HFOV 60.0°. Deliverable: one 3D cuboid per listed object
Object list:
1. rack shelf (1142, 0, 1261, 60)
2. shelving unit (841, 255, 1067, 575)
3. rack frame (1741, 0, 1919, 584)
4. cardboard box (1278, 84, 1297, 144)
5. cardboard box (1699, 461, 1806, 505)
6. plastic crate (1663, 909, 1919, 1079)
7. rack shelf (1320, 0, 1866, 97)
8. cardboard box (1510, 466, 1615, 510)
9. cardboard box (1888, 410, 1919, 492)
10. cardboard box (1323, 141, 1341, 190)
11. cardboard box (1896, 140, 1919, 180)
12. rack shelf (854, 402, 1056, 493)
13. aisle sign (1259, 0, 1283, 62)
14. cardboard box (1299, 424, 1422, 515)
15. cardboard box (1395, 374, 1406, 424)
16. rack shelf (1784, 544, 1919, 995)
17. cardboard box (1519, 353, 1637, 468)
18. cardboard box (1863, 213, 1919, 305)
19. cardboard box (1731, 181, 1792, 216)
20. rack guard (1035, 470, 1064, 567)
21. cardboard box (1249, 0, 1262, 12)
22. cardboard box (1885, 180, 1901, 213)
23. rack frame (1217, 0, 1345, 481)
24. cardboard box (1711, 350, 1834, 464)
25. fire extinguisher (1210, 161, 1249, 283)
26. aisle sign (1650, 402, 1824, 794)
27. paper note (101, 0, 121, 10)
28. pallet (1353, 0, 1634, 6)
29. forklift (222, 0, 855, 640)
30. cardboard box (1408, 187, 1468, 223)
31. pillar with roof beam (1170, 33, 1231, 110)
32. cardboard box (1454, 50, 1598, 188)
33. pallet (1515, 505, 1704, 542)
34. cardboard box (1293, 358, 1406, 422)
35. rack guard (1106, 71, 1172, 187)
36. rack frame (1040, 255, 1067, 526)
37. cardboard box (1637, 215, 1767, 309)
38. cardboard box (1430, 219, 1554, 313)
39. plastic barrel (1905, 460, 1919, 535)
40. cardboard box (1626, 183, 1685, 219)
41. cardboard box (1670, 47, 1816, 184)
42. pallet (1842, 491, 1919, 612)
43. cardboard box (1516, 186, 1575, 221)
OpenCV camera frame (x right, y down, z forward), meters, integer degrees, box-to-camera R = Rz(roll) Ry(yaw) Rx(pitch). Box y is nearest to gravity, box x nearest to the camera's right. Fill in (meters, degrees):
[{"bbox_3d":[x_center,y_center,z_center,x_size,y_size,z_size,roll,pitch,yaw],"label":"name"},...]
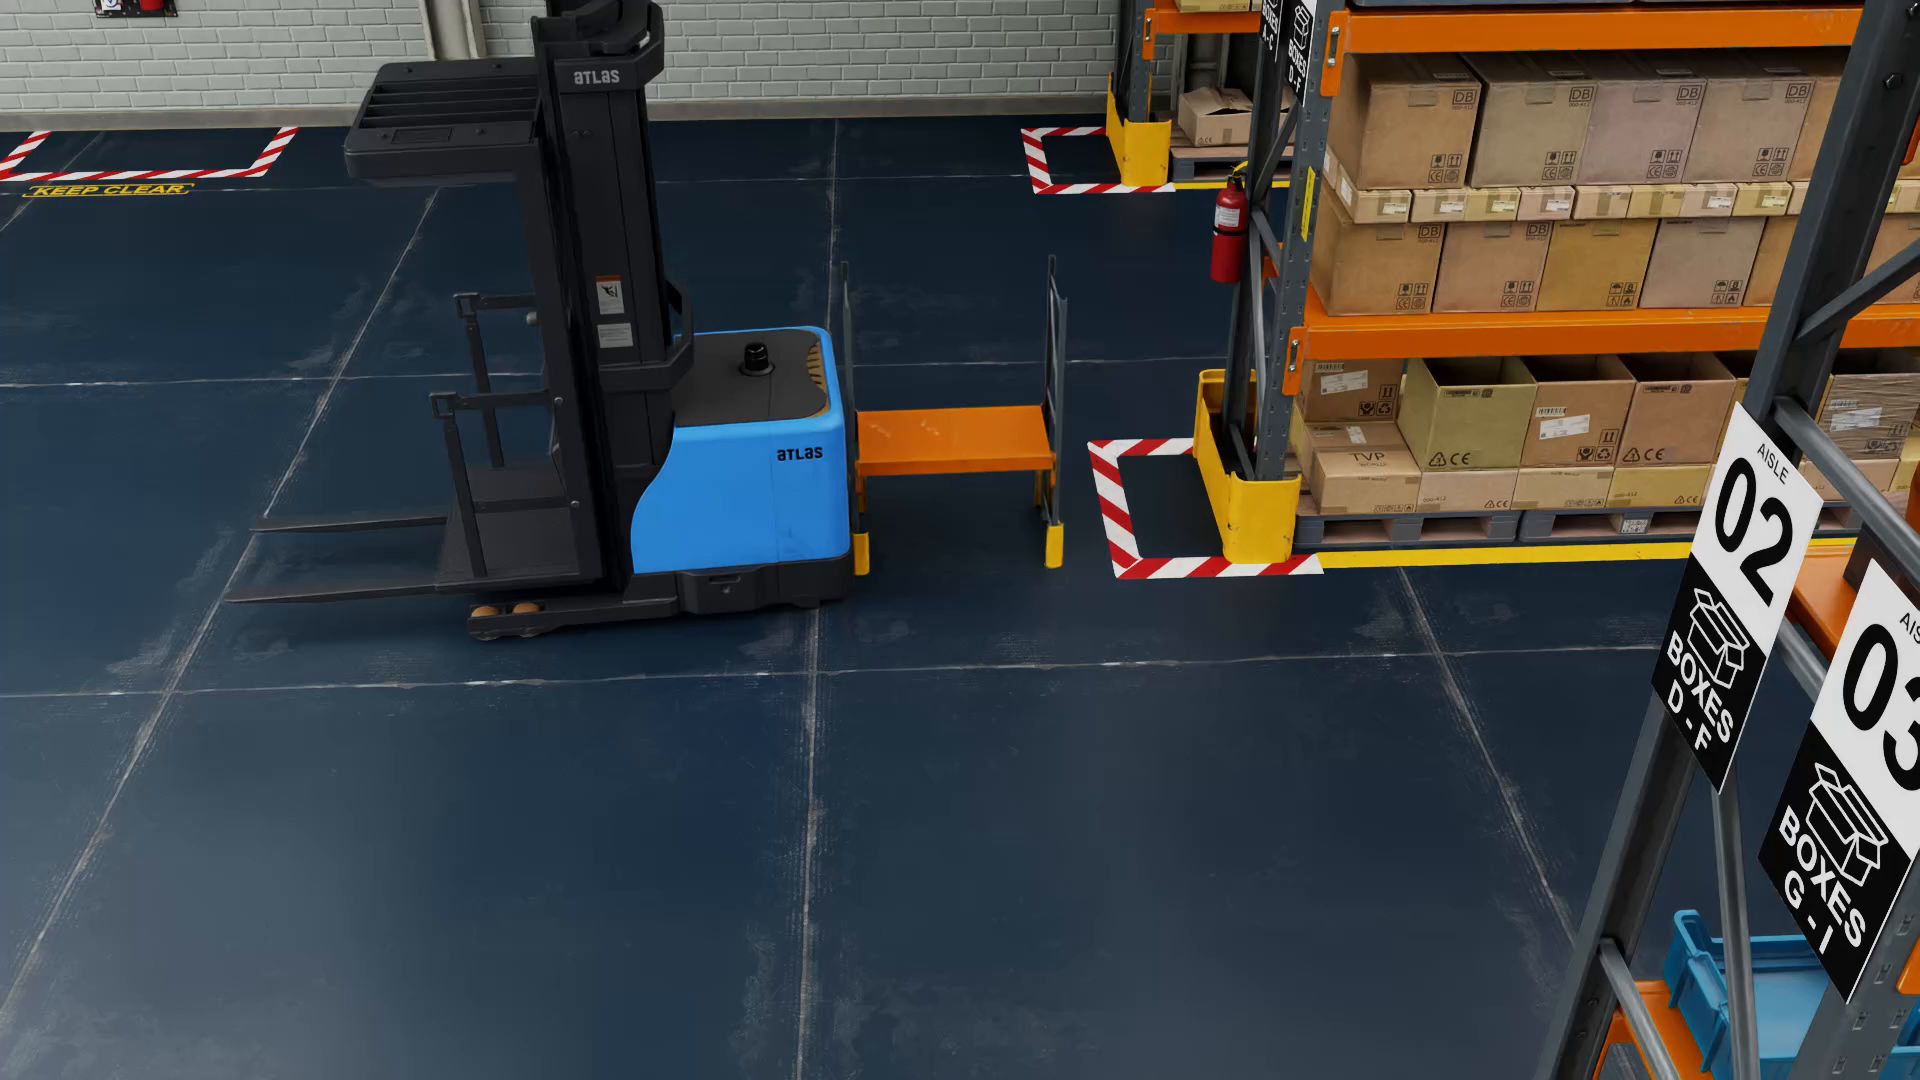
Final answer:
[{"bbox_3d":[3.310,-4.018,12.589,4.000,0.370,1.077,-2,35,-2],"label":"rack shelf"},{"bbox_3d":[-0.030,-0.624,8.369,1.083,1.500,0.587,-2,35,-3],"label":"shelving unit"},{"bbox_3d":[1.781,-1.096,2.462,0.127,3.000,1.000,-2,35,-2],"label":"rack frame"},{"bbox_3d":[2.577,-3.318,12.921,0.500,0.311,0.500,1,35,2],"label":"cardboard box"},{"bbox_3d":[4.094,-0.428,8.816,0.500,0.250,0.500,-2,35,-2],"label":"cardboard box"},{"bbox_3d":[2.267,1.249,4.476,0.616,0.251,0.499,-2,35,-2],"label":"plastic crate"},{"bbox_3d":[3.548,-2.436,7.666,4.000,0.370,1.077,-2,35,-2],"label":"rack shelf"},{"bbox_3d":[3.095,-0.403,8.780,0.500,0.250,0.500,-2,35,-2],"label":"cardboard box"},{"bbox_3d":[5.093,-0.458,8.859,0.500,0.250,0.500,-2,35,-2],"label":"cardboard box"},{"bbox_3d":[1.923,-1.871,8.196,0.250,0.149,0.380,-2,35,-3],"label":"cardboard box"},{"bbox_3d":[4.598,-2.097,7.952,0.500,0.500,0.700,-2,35,-2],"label":"cardboard box"},{"bbox_3d":[-0.039,-0.475,8.471,1.000,0.185,0.538,-2,35,-3],"label":"rack shelf"},{"bbox_3d":[1.471,-2.679,7.736,0.004,0.787,0.394,-2,35,-2],"label":"aisle sign"},{"bbox_3d":[2.096,-0.374,8.739,0.500,0.250,0.500,-2,35,-2],"label":"cardboard box"},{"bbox_3d":[2.571,-0.689,9.193,0.500,0.250,0.500,-2,35,-2],"label":"cardboard box"},{"bbox_3d":[3.779,0.380,3.598,4.000,0.370,1.077,-2,35,-2],"label":"rack shelf"},{"bbox_3d":[3.095,-0.718,8.576,0.500,0.500,0.500,-2,35,-2],"label":"cardboard box"},{"bbox_3d":[4.576,-1.560,8.316,0.500,0.500,0.700,-2,35,-3],"label":"cardboard box"},{"bbox_3d":[3.751,-1.689,7.933,0.250,0.149,0.380,0,35,-1],"label":"cardboard box"},{"bbox_3d":[0.467,-0.129,8.754,0.087,0.250,0.587,-2,35,-3],"label":"rack guard"},{"bbox_3d":[2.332,-4.061,12.133,0.500,0.250,0.500,-3,35,-4],"label":"cardboard box"},{"bbox_3d":[4.268,-1.705,7.955,0.250,0.149,0.380,-2,35,-2],"label":"cardboard box"},{"bbox_3d":[1.550,-1.444,8.237,0.127,3.000,1.000,-2,35,-2],"label":"rack frame"},{"bbox_3d":[4.094,-0.743,8.613,0.500,0.500,0.500,-2,35,-2],"label":"cardboard box"},{"bbox_3d":[1.410,-1.673,8.636,0.183,0.674,0.296,-2,35,-2],"label":"fire extinguisher"},{"bbox_3d":[1.695,0.135,3.670,0.004,0.787,0.394,-2,35,-2],"label":"aisle sign"},{"bbox_3d":[-6.673,-4.236,13.046,0.142,0.148,0.016,-2,35,-2],"label":"paper note"},{"bbox_3d":[2.258,-2.646,7.415,1.213,0.211,1.003,-2,35,-2],"label":"pallet"},{"bbox_3d":[-2.087,-1.039,7.712,3.031,2.935,1.130,-5,35,-7],"label":"forklift"},{"bbox_3d":[2.216,-1.649,7.875,0.250,0.149,0.380,-2,35,-3],"label":"cardboard box"},{"bbox_3d":[2.174,-4.790,7.801,0.400,9.000,9.100,-2,35,-2],"label":"pillar with roof beam"},{"bbox_3d":[2.595,-2.043,7.875,0.500,0.500,0.700,-2,35,-3],"label":"cardboard box"},{"bbox_3d":[3.528,-0.373,9.140,1.213,0.211,1.003,-2,35,-2],"label":"pallet"},{"bbox_3d":[2.072,-0.978,8.952,0.500,0.500,0.500,-2,35,-2],"label":"cardboard box"},{"bbox_3d":[1.388,-3.234,13.020,0.348,0.500,1.175,-2,35,-2],"label":"rack guard"},{"bbox_3d":[0.469,-0.643,8.398,0.032,1.500,0.500,-2,35,-3],"label":"rack frame"},{"bbox_3d":[3.563,-1.534,8.279,0.500,0.500,0.700,-1,35,-1],"label":"cardboard box"},{"bbox_3d":[2.541,-1.508,8.241,0.500,0.500,0.700,-1,35,-1],"label":"cardboard box"},{"bbox_3d":[2.260,-0.297,3.197,0.708,0.830,0.600,-2,35,-2],"label":"plastic barrel"},{"bbox_3d":[3.239,-1.676,7.915,0.250,0.149,0.380,-2,35,-3],"label":"cardboard box"},{"bbox_3d":[3.599,-2.071,7.914,0.500,0.500,0.700,-2,35,-2],"label":"cardboard box"},{"bbox_3d":[2.612,0.249,3.321,1.213,0.211,1.003,-2,35,-2],"label":"pallet"},{"bbox_3d":[2.717,-1.661,7.892,0.250,0.149,0.380,-2,35,-3],"label":"cardboard box"}]
